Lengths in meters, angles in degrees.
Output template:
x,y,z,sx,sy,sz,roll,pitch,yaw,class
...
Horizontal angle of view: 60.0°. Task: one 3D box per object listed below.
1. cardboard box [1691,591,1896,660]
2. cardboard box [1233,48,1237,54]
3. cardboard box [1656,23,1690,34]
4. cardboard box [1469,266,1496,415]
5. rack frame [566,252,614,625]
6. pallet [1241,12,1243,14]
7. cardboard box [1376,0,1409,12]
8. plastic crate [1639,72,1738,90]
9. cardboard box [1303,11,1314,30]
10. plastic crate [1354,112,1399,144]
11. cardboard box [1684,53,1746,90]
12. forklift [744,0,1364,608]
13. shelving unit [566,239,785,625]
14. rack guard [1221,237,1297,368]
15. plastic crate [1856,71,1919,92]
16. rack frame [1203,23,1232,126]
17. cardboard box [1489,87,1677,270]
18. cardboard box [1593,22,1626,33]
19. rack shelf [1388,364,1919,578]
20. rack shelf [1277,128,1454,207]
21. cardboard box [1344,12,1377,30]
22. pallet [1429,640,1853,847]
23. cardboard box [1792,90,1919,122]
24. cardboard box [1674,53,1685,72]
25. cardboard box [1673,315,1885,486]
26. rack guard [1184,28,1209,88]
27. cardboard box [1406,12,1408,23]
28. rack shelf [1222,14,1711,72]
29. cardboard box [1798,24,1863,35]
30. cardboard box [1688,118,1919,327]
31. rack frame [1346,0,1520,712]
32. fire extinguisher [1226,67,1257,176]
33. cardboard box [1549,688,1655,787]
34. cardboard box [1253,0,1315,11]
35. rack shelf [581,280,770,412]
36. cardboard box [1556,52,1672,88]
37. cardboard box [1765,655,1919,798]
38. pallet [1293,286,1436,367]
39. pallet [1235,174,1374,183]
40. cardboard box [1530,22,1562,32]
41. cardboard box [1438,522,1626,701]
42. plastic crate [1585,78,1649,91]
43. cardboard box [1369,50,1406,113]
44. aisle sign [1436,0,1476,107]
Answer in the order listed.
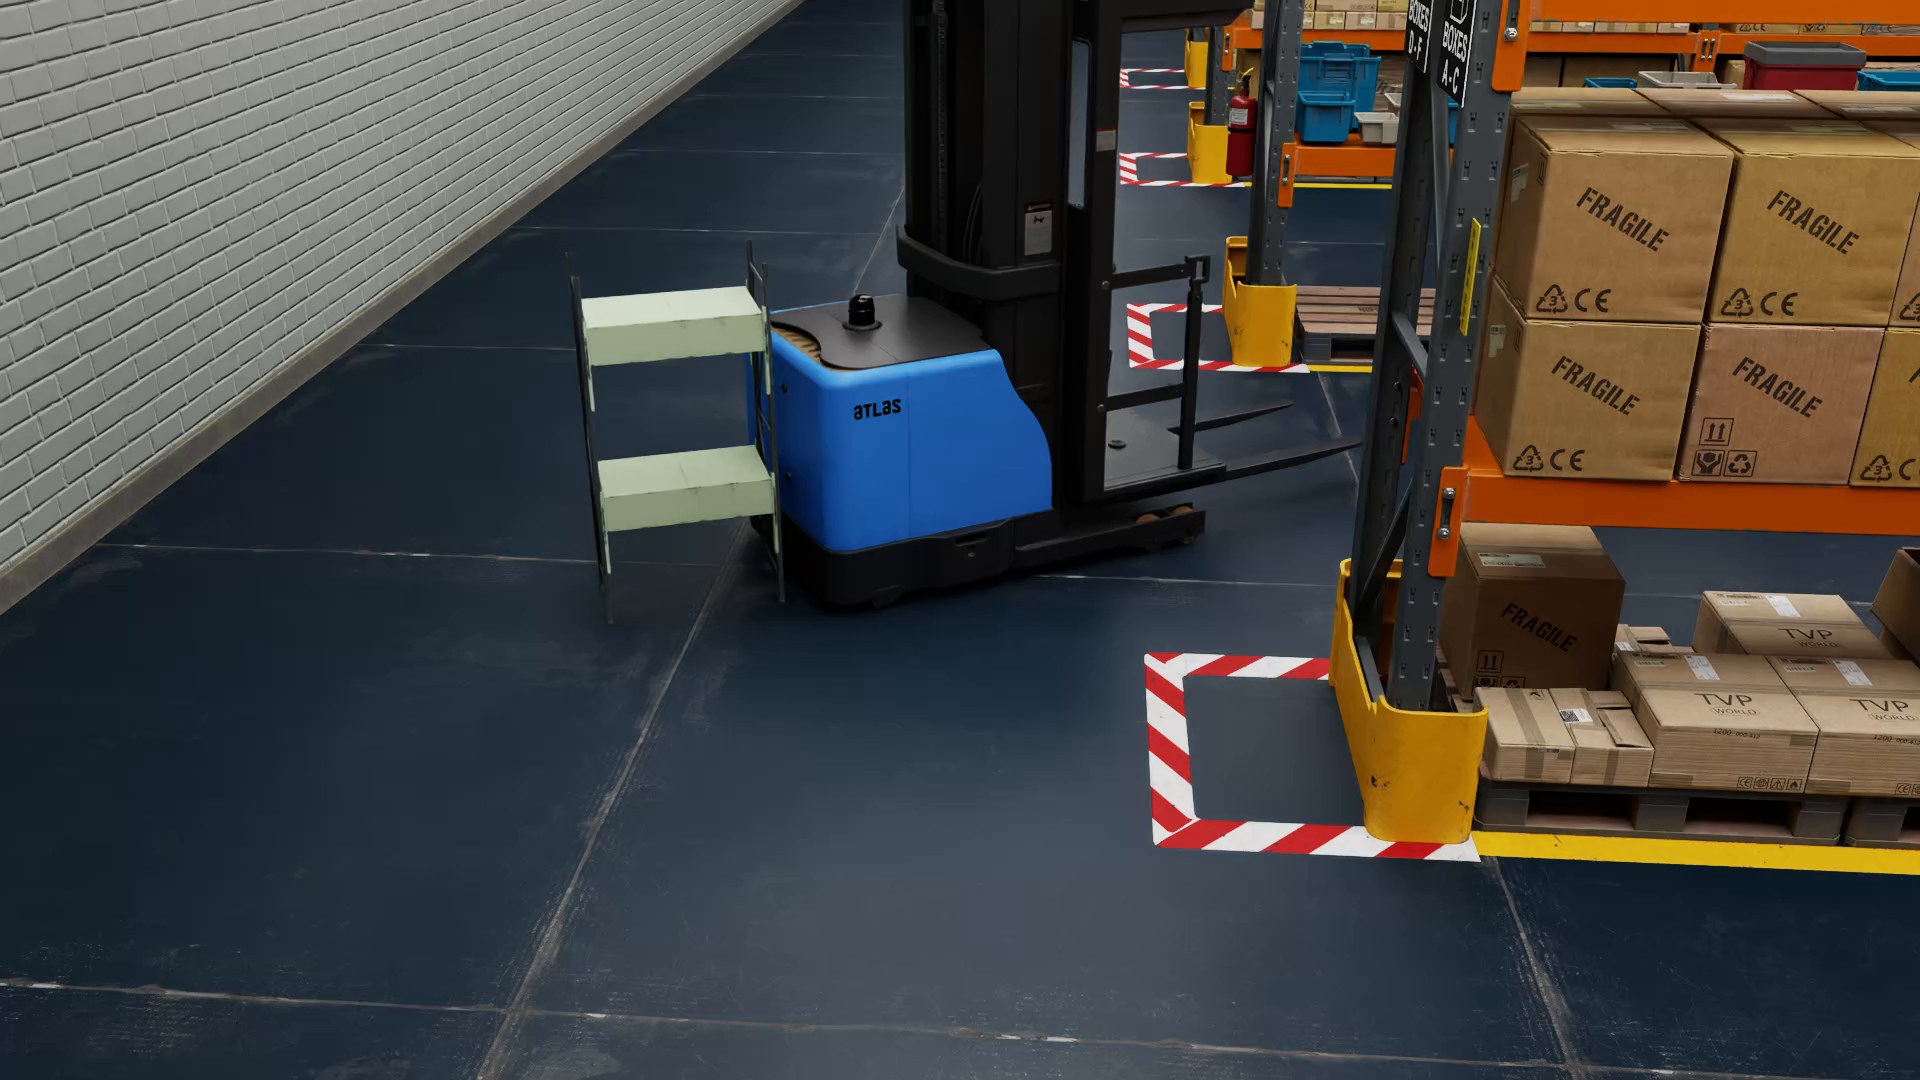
x,y,z,sx,sy,sz,roll,pitch,yaw,class
3.021,0.414,6.058,0.500,0.250,0.500,2,25,4,cardboard box
3.260,-5.692,19.119,0.250,0.149,0.380,3,25,6,cardboard box
5.936,-4.352,13.955,0.250,0.149,0.380,2,25,4,cardboard box
1.982,-0.737,5.678,0.500,0.500,0.500,3,25,6,cardboard box
-1.527,-0.405,6.868,0.023,1.500,0.400,-7,26,-15,rack frame
3.839,-7.592,24.030,1.213,0.211,1.003,2,25,4,pallet
3.754,-4.629,14.079,0.500,0.250,0.500,1,25,2,cardboard box
4.378,-2.628,9.977,0.530,0.282,0.437,2,25,4,plastic crate
2.862,-4.451,14.168,0.250,0.149,0.380,1,25,3,cardboard box
2.432,-2.375,9.600,0.298,0.136,0.250,2,25,4,plastic crate
6.905,-3.807,14.508,0.875,0.875,1.225,2,25,4,cardboard box
0.568,-1.464,7.458,3.031,2.935,1.130,-12,27,-25,forklift
-1.176,-0.448,6.961,0.755,1.500,0.431,-7,26,-15,shelving unit
1.873,-1.517,10.482,0.348,0.500,1.175,2,25,4,rack guard
5.394,-2.422,9.406,0.575,0.384,0.392,2,25,4,plastic crate
2.277,-4.721,14.456,0.127,3.000,1.000,2,25,4,rack frame
1.980,-1.193,5.472,0.500,0.500,0.500,2,25,4,cardboard box
5.424,-4.369,13.990,0.250,0.149,0.380,1,25,3,cardboard box
3.509,-0.202,5.495,4.000,0.370,1.077,2,25,4,rack shelf
3.892,-2.266,9.981,4.000,0.370,1.077,2,25,4,rack shelf
3.377,-4.435,14.134,0.250,0.149,0.380,1,25,3,cardboard box
2.386,0.702,6.006,1.213,0.211,1.003,2,25,4,pallet
3.001,-1.162,5.405,0.500,0.500,0.500,3,25,5,cardboard box
7.990,-5.562,18.771,0.500,0.500,0.500,3,25,6,cardboard box
2.452,-0.500,5.162,0.500,0.500,0.500,2,25,3,cardboard box
2.833,-5.647,19.459,0.348,0.500,1.175,2,25,4,rack guard
3.888,-4.418,14.098,0.250,0.149,0.380,2,25,3,cardboard box
4.271,-4.331,14.467,4.000,0.370,1.077,2,25,4,rack shelf
7.206,-4.504,13.864,0.500,0.500,0.500,2,25,4,cardboard box
2.459,-0.955,4.954,0.500,0.500,0.500,2,25,5,cardboard box
1.515,-0.593,5.483,0.127,3.000,1.000,2,25,4,rack frame
1.782,-2.647,10.486,0.183,0.674,0.296,2,25,4,fire extinguisher
2.155,0.659,5.626,0.250,0.166,0.380,2,25,4,cardboard box
2.735,-4.660,14.147,0.500,0.250,0.500,1,25,3,cardboard box
-1.176,-0.802,6.798,0.720,0.370,0.431,-7,26,-15,rack shelf
5.613,-3.873,14.652,0.875,0.875,0.875,2,25,4,cardboard box
3.032,0.624,5.602,0.500,0.250,0.500,2,25,4,cardboard box
2.717,-1.348,10.460,1.213,0.211,1.003,2,25,4,pallet
3.080,-3.462,15.054,1.213,0.211,1.003,2,25,4,pallet
4.910,-4.385,14.026,0.250,0.149,0.380,2,25,5,cardboard box
2.076,0.258,6.099,0.500,0.500,0.500,2,25,4,cardboard box
3.965,-2.649,10.082,0.300,0.233,0.416,2,25,4,plastic crate
3.829,-3.931,14.777,0.875,0.875,0.875,2,25,4,cardboard box
1.424,-1.653,4.679,0.004,0.787,0.394,2,25,4,aisle sign
